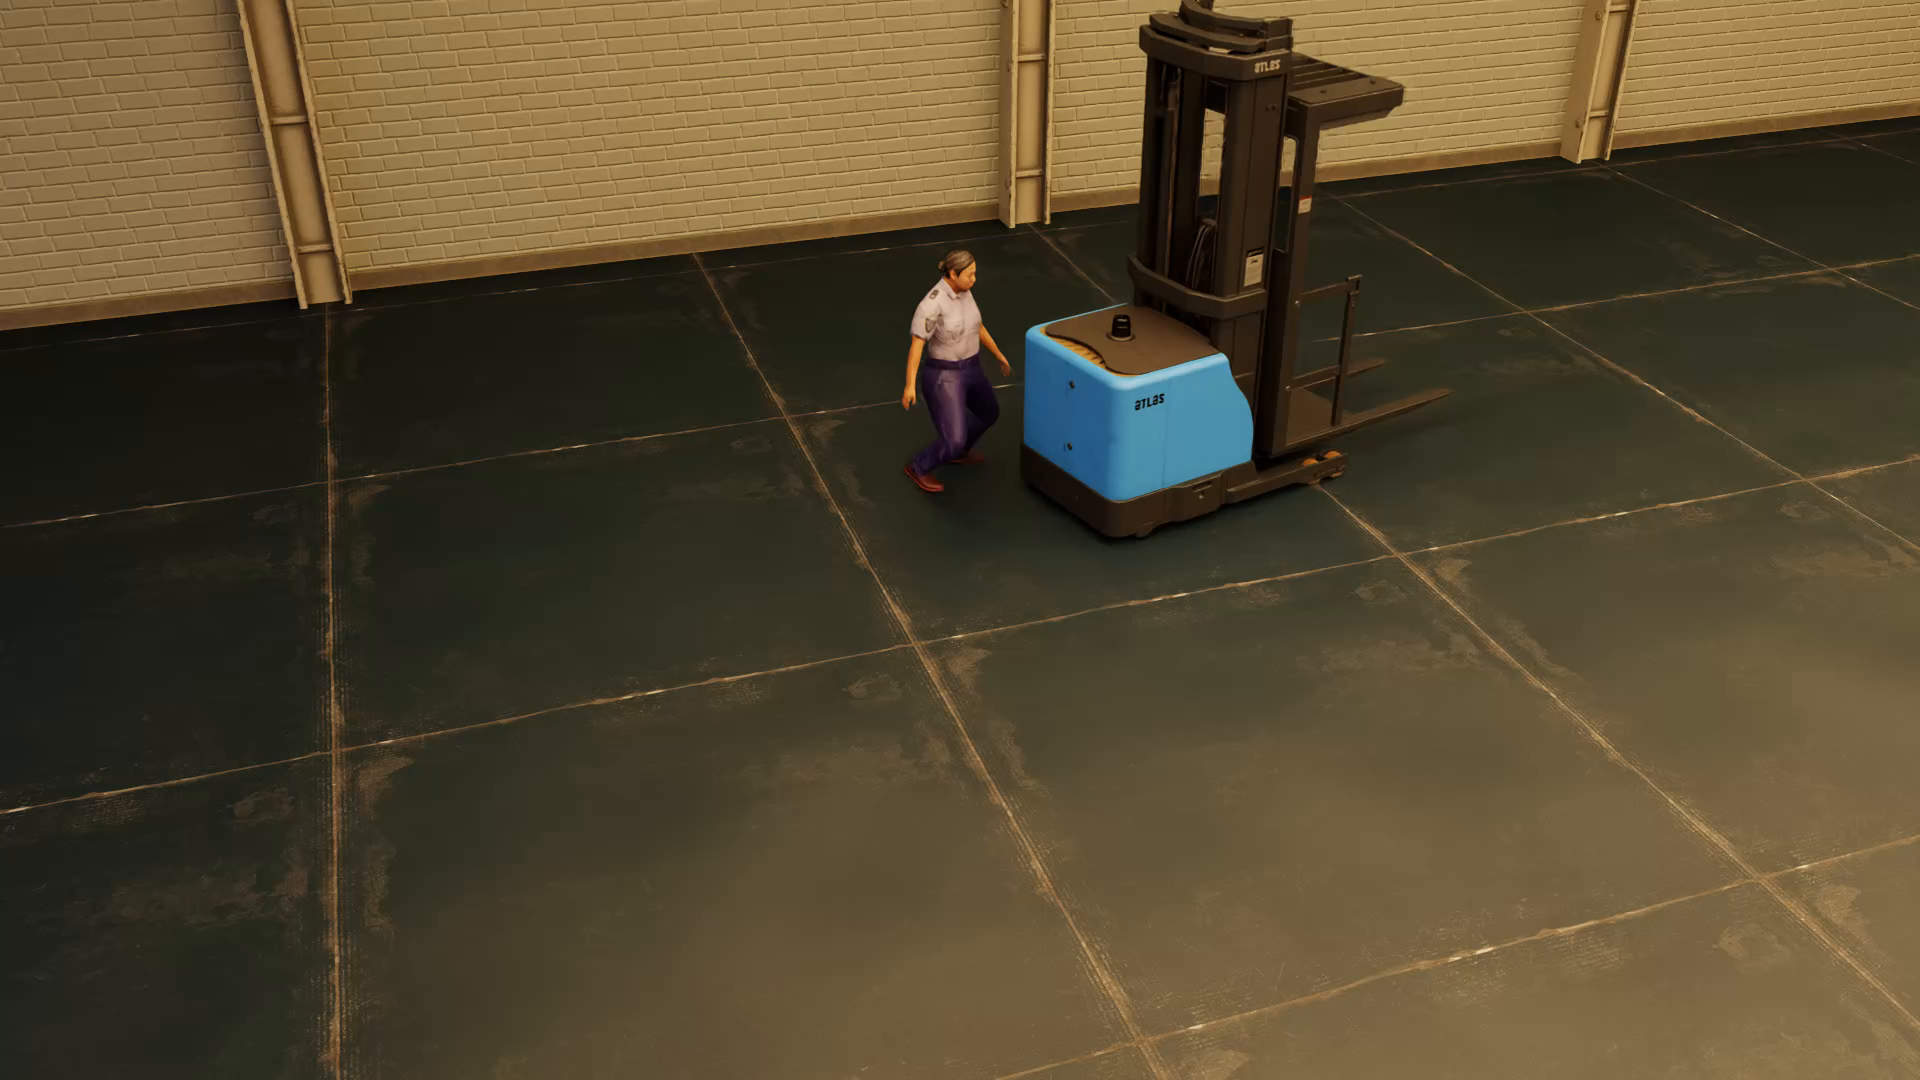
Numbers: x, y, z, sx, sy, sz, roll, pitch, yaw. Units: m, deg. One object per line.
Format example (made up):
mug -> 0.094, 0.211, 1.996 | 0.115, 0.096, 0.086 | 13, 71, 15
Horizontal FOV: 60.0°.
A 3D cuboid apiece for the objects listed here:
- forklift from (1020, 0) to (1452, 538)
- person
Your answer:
forklift -> 1.901, -1.828, 10.263 | 3.031, 2.935, 1.130 | -18, 34, -28
person -> -0.032, -1.020, 10.281 | 0.545, 1.547, 0.850 | 22, 36, 33
